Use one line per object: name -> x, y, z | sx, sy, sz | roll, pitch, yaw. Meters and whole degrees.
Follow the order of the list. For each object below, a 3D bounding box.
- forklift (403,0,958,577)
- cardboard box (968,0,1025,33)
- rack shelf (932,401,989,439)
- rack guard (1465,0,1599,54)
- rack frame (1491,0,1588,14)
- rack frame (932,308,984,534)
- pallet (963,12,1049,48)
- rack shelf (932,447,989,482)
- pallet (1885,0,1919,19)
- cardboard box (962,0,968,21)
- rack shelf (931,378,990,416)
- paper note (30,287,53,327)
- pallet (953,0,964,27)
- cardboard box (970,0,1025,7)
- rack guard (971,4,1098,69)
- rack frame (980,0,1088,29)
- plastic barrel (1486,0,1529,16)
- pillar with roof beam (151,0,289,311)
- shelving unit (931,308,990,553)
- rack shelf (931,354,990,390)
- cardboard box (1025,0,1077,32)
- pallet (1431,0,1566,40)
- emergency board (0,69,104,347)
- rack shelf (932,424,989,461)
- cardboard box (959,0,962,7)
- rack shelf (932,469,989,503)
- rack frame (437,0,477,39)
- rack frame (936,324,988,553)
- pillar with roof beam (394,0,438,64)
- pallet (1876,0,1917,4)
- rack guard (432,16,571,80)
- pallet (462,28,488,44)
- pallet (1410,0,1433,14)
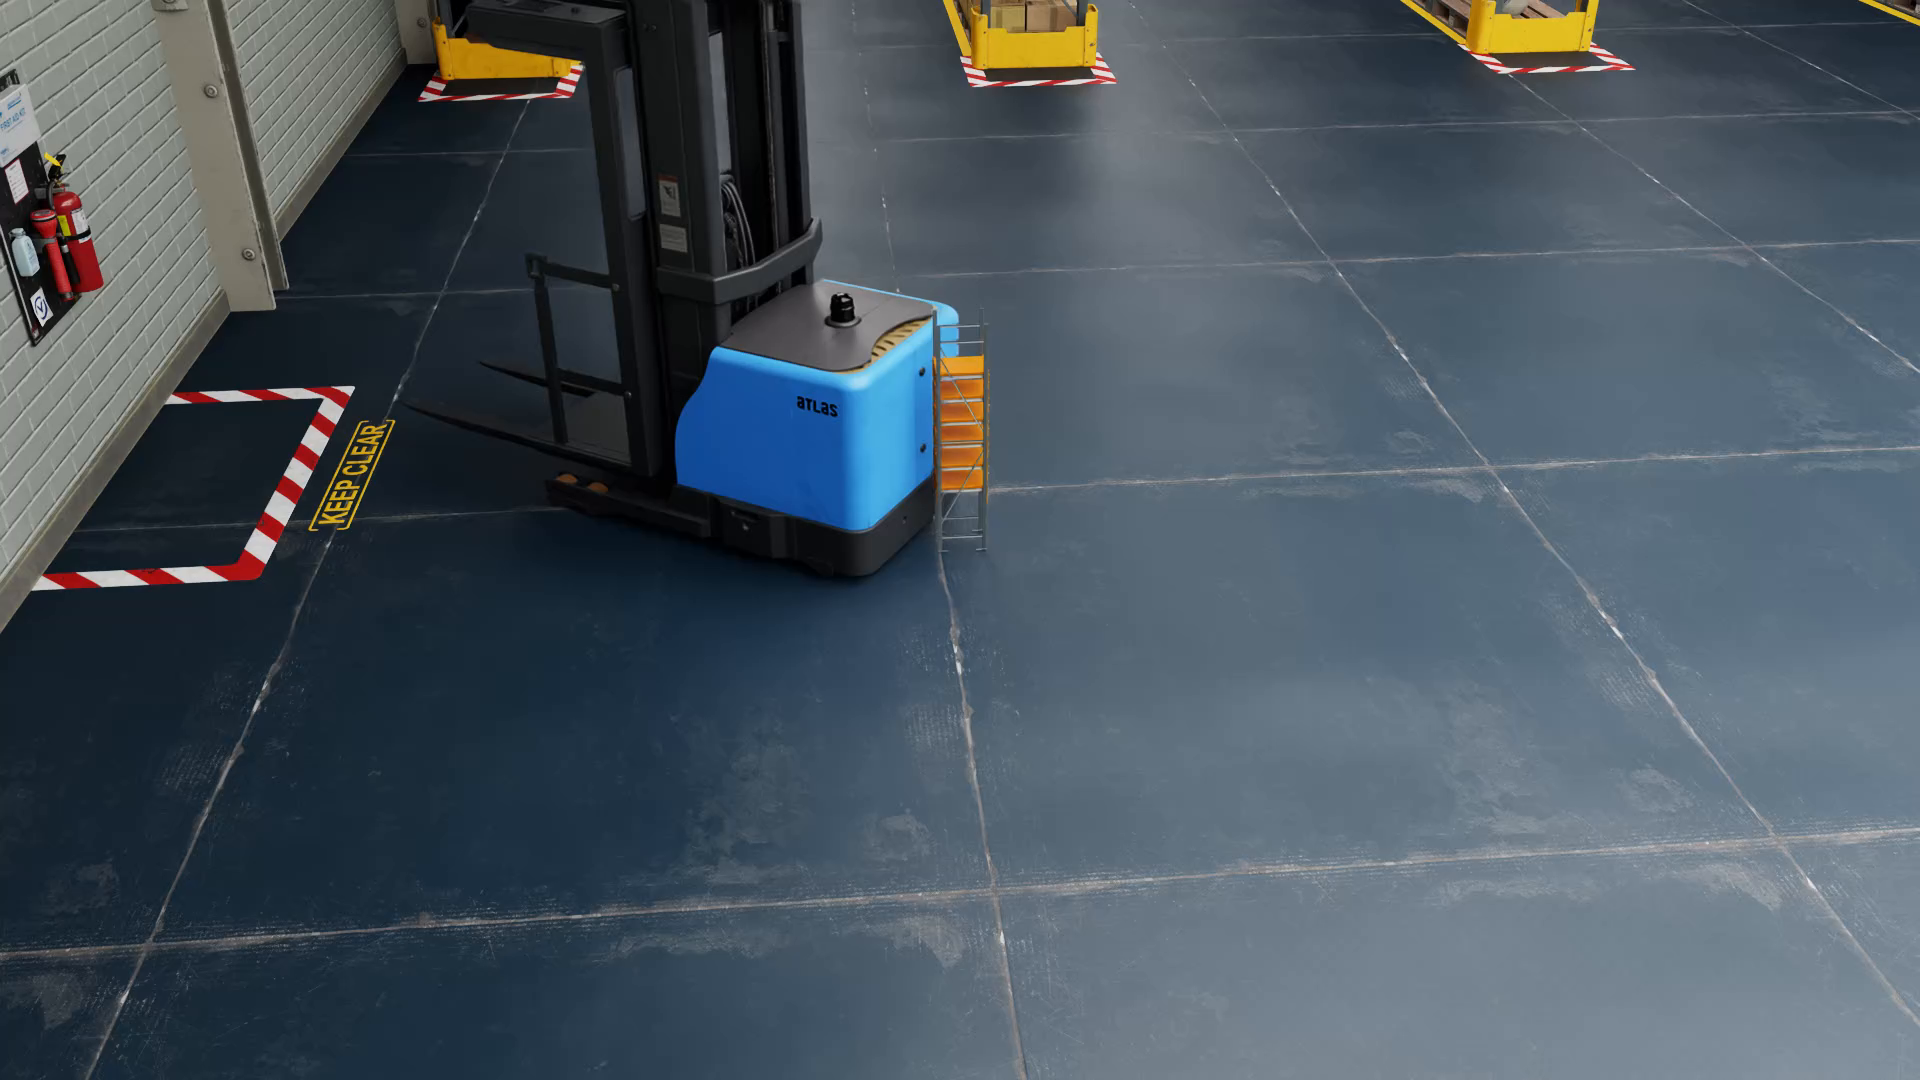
forklift -> -1.541, -1.604, 8.078 | 3.031, 2.935, 1.130 | 15, 34, 23
cardboard box -> 0.352, -5.114, 16.159 | 0.500, 0.250, 0.500 | -3, 31, -5
rack shelf -> 0.002, -0.573, 7.891 | 0.258, 0.103, 0.180 | -3, 31, -5
rack guard -> 5.574, -5.053, 16.223 | 1.175, 0.500, 0.348 | -3, 31, -5
rack frame -> 5.628, -6.090, 15.521 | 1.000, 3.000, 0.127 | -3, 31, -5
rack frame -> -0.007, -0.554, 8.008 | 0.240, 1.200, 0.006 | -3, 31, -5
pallet -> 0.583, -5.046, 16.492 | 1.003, 0.211, 1.213 | -3, 31, -5
rack shelf -> 0.002, -0.366, 8.014 | 0.258, 0.103, 0.180 | -3, 31, -5
pallet -> 10.512, -5.585, 17.395 | 1.003, 0.211, 1.213 | -3, 31, -5
cardboard box -> 0.293, -5.369, 16.585 | 0.500, 0.250, 0.500 | -3, 31, -5
rack shelf -> 0.001, -0.676, 7.830 | 0.258, 0.103, 0.180 | -3, 31, -5
paper note -> -4.461, -1.133, 8.080 | 0.016, 0.148, 0.142 | -3, 31, -5
pallet -> 0.472, -5.667, 17.532 | 1.003, 0.211, 1.213 | -3, 31, -5
cardboard box -> 0.350, -5.436, 15.966 | 0.500, 0.500, 0.500 | -3, 31, -5
rack guard -> 0.699, -4.769, 15.747 | 1.175, 0.500, 0.348 | -3, 31, -5
rack frame -> 0.696, -5.855, 15.127 | 1.000, 3.000, 0.127 | -3, 31, -5
plastic barrel -> 5.491, -5.535, 16.607 | 0.421, 0.512, 0.421 | 0, 31, 0
pillar with roof beam -> -0.315, -5.650, 8.933 | 9.100, 9.000, 0.400 | -3, 31, -5
shelving unit -> 0.002, -0.508, 7.930 | 0.258, 1.200, 0.189 | -3, 31, -5
rack shelf -> 0.001, -0.779, 7.768 | 0.258, 0.103, 0.180 | -3, 31, -5
cardboard box -> 0.868, -5.139, 16.200 | 0.500, 0.250, 0.500 | -3, 31, -5
pallet -> 5.504, -5.344, 16.992 | 1.003, 0.211, 1.213 | -3, 31, -5
emergency board -> -4.408, -1.605, 8.011 | 0.194, 1.169, 0.643 | -3, 31, -5
rack shelf -> 0.002, -0.469, 7.953 | 0.258, 0.103, 0.180 | -3, 31, -5
cardboard box -> 0.245, -5.624, 17.012 | 0.500, 0.250, 0.500 | -3, 31, -5
rack shelf -> 0.002, -0.263, 8.075 | 0.258, 0.103, 0.180 | -3, 31, -5
rack frame -> -4.235, -5.615, 14.726 | 1.000, 3.000, 0.127 | -3, 31, -5
rack frame -> 0.010, -0.461, 7.852 | 0.240, 1.200, 0.006 | -3, 31, -5
pillar with roof beam -> -0.876, -8.713, 14.062 | 9.100, 9.000, 0.400 | -3, 31, -5
pallet -> 10.401, -6.207, 18.436 | 1.003, 0.211, 1.213 | -3, 31, -5
rack guard -> -4.242, -4.581, 15.432 | 1.175, 0.500, 0.348 | -3, 31, -5
pallet -> -4.283, -4.874, 16.203 | 1.003, 0.211, 1.213 | -3, 31, -5
pallet -> 5.393, -5.966, 18.032 | 1.003, 0.211, 1.213 | -3, 31, -5
